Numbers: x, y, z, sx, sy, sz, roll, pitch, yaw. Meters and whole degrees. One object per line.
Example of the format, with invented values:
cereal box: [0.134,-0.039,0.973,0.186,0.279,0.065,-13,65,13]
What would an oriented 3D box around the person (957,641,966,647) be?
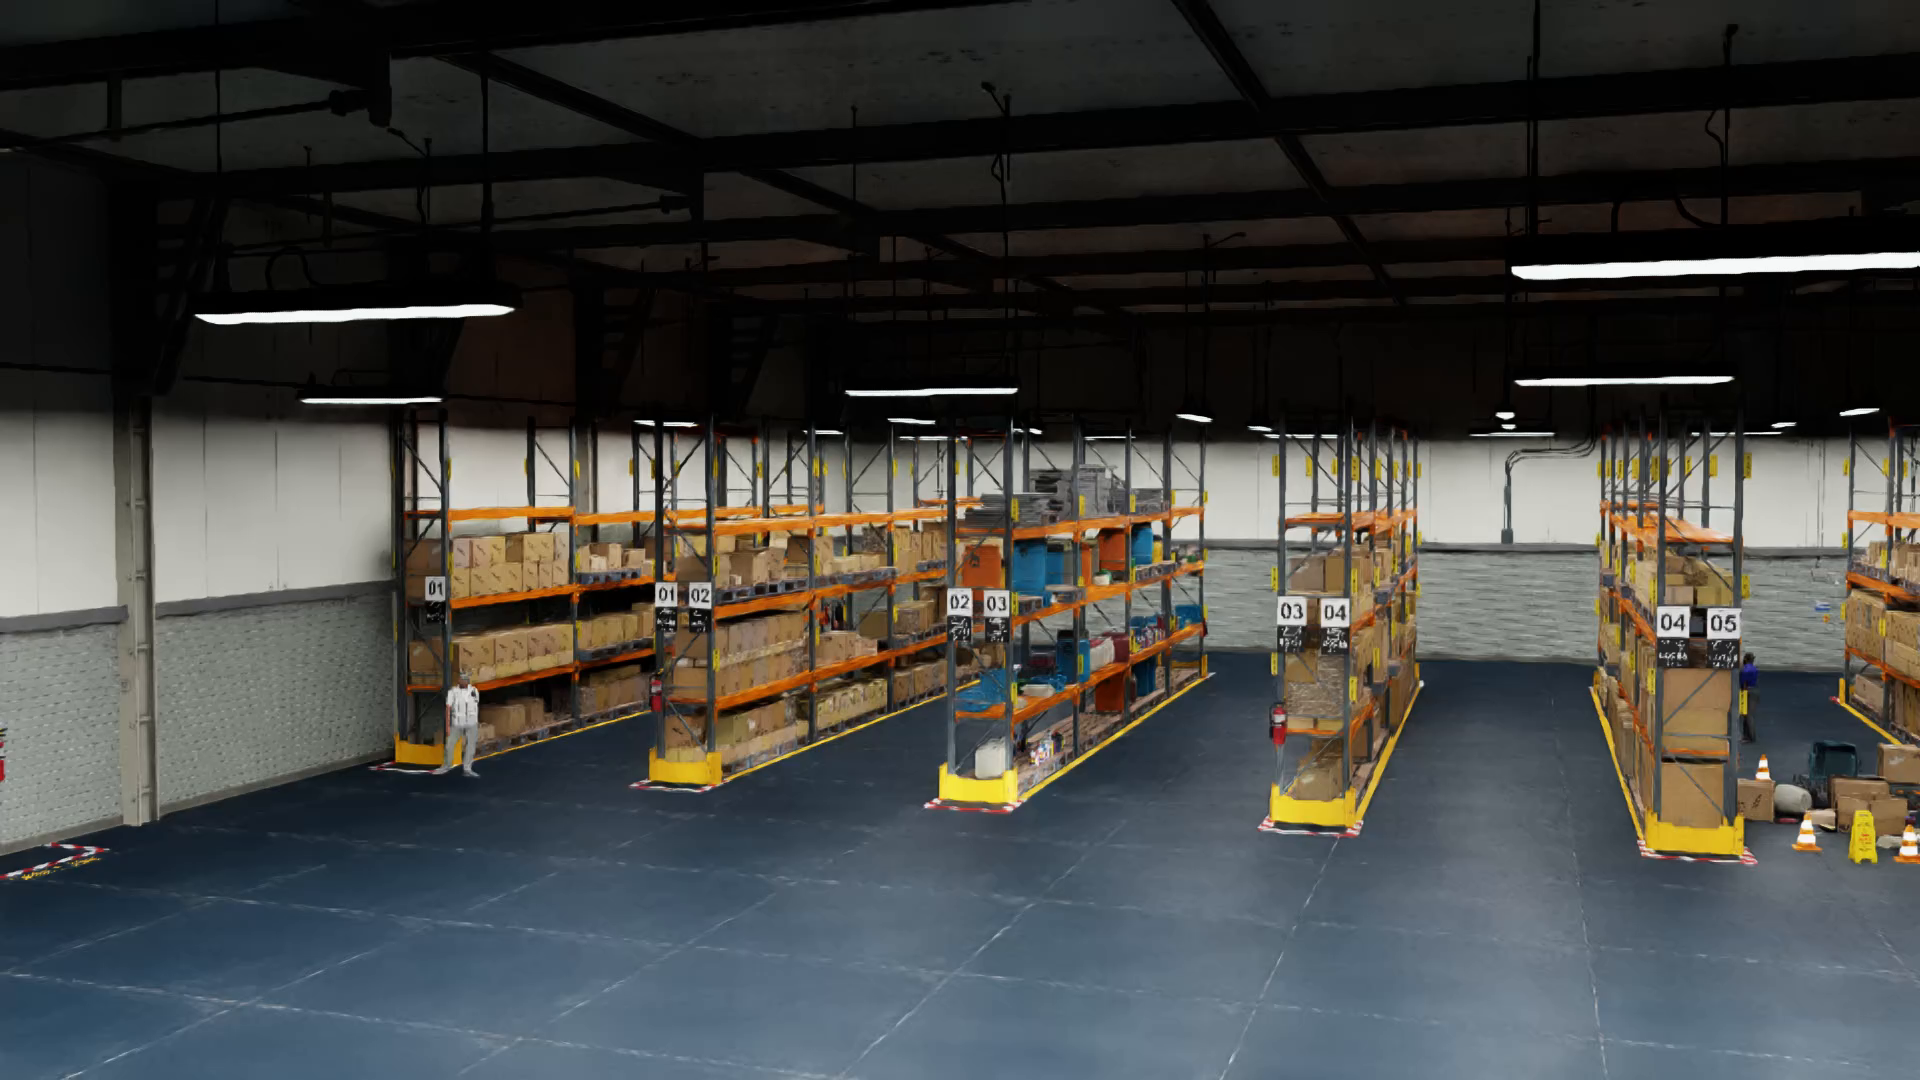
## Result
person: [0.057,2.182,45.845,0.602,1.719,0.550,-1,3,-18]

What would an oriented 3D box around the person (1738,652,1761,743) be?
person: [14.359,2.862,30.356,0.498,1.662,0.463,-2,3,-41]

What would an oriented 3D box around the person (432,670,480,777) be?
person: [-8.179,2.976,26.994,0.736,1.743,0.549,-1,3,-26]

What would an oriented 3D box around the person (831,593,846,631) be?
person: [-3.282,2.201,45.131,0.464,1.726,0.636,2,3,44]
